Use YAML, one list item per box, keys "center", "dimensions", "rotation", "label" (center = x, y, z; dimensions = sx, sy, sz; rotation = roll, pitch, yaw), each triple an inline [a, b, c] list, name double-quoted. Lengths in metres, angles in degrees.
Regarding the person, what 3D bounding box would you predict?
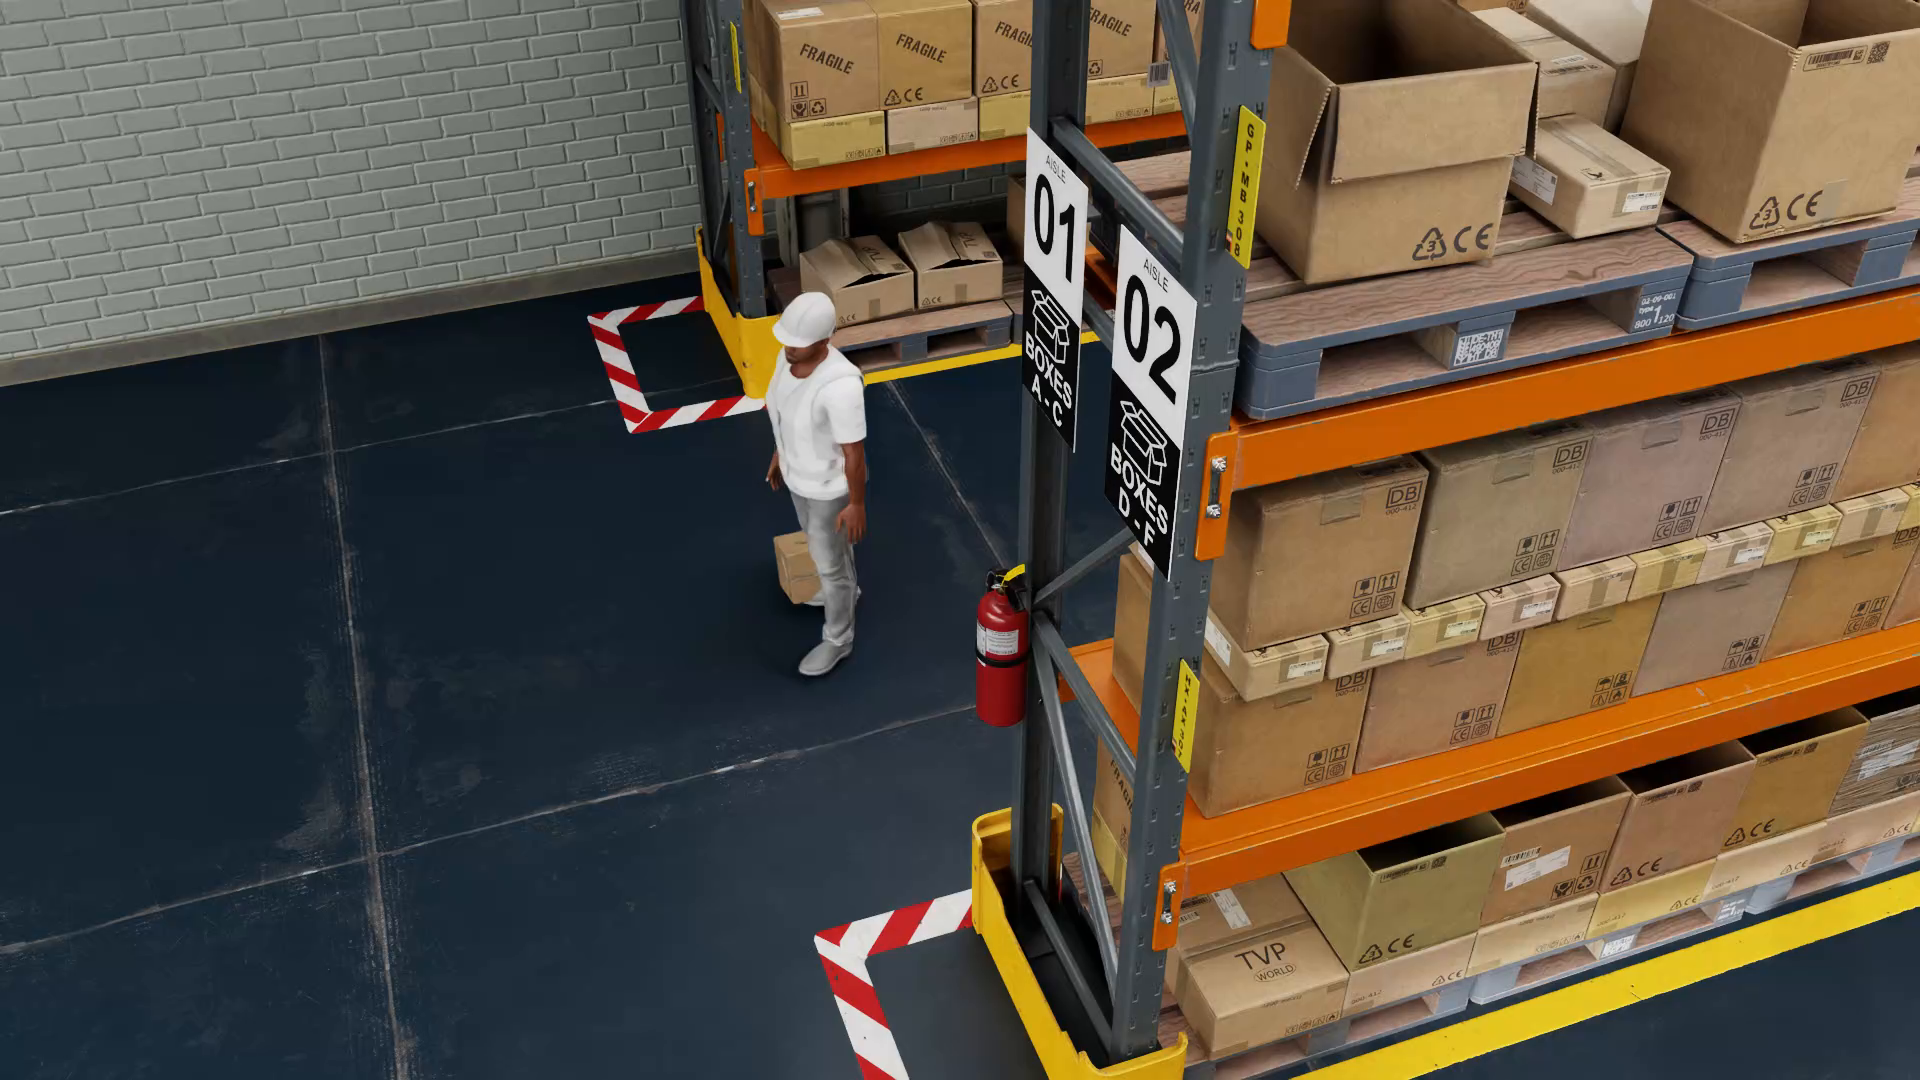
- center: [-0.617, -0.270, 7.082]
  dimensions: [0.463, 1.767, 0.652]
  rotation: [-19, 41, -23]
  label: "person"
